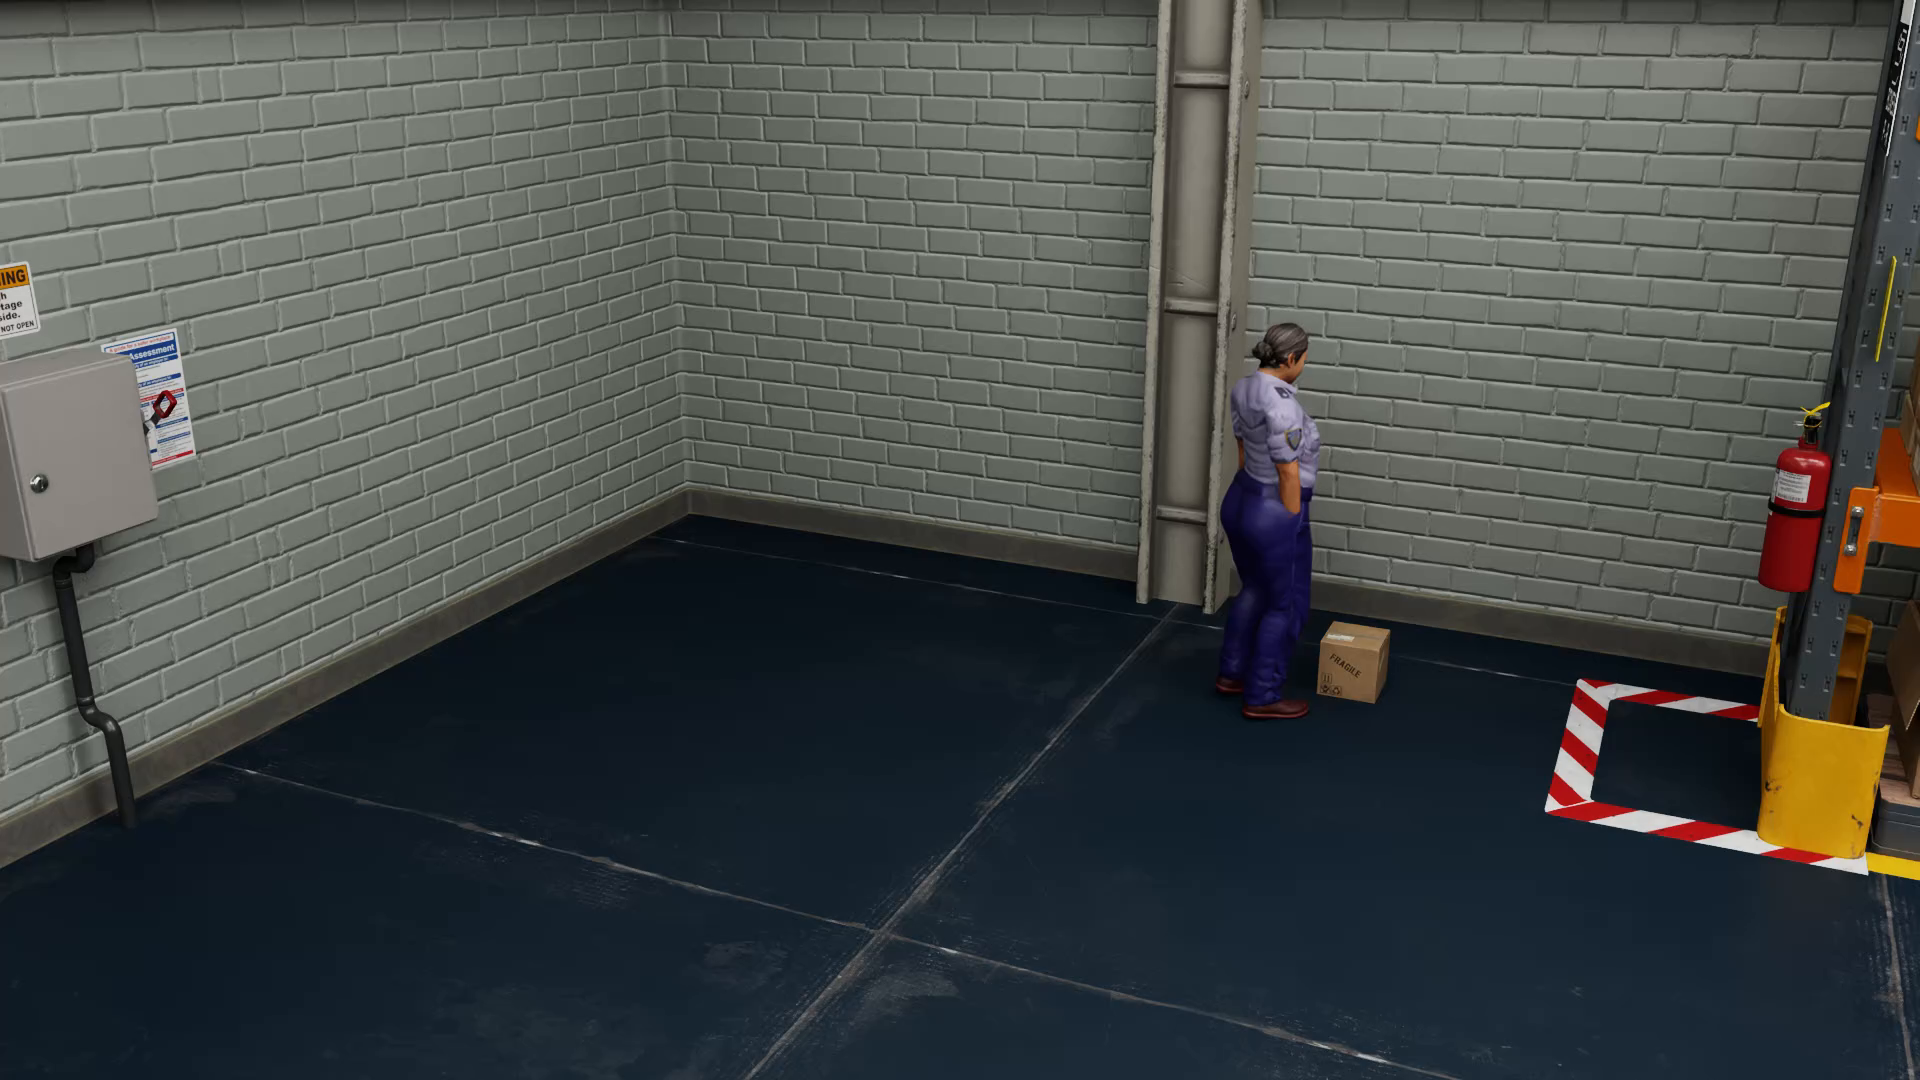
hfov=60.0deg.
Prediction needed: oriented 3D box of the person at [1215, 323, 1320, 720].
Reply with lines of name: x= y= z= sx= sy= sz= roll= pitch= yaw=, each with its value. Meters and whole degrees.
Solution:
person: x=1.264 y=-0.083 z=6.860 sx=0.339 sy=1.642 sz=0.476 roll=-5 pitch=20 yaw=-14
